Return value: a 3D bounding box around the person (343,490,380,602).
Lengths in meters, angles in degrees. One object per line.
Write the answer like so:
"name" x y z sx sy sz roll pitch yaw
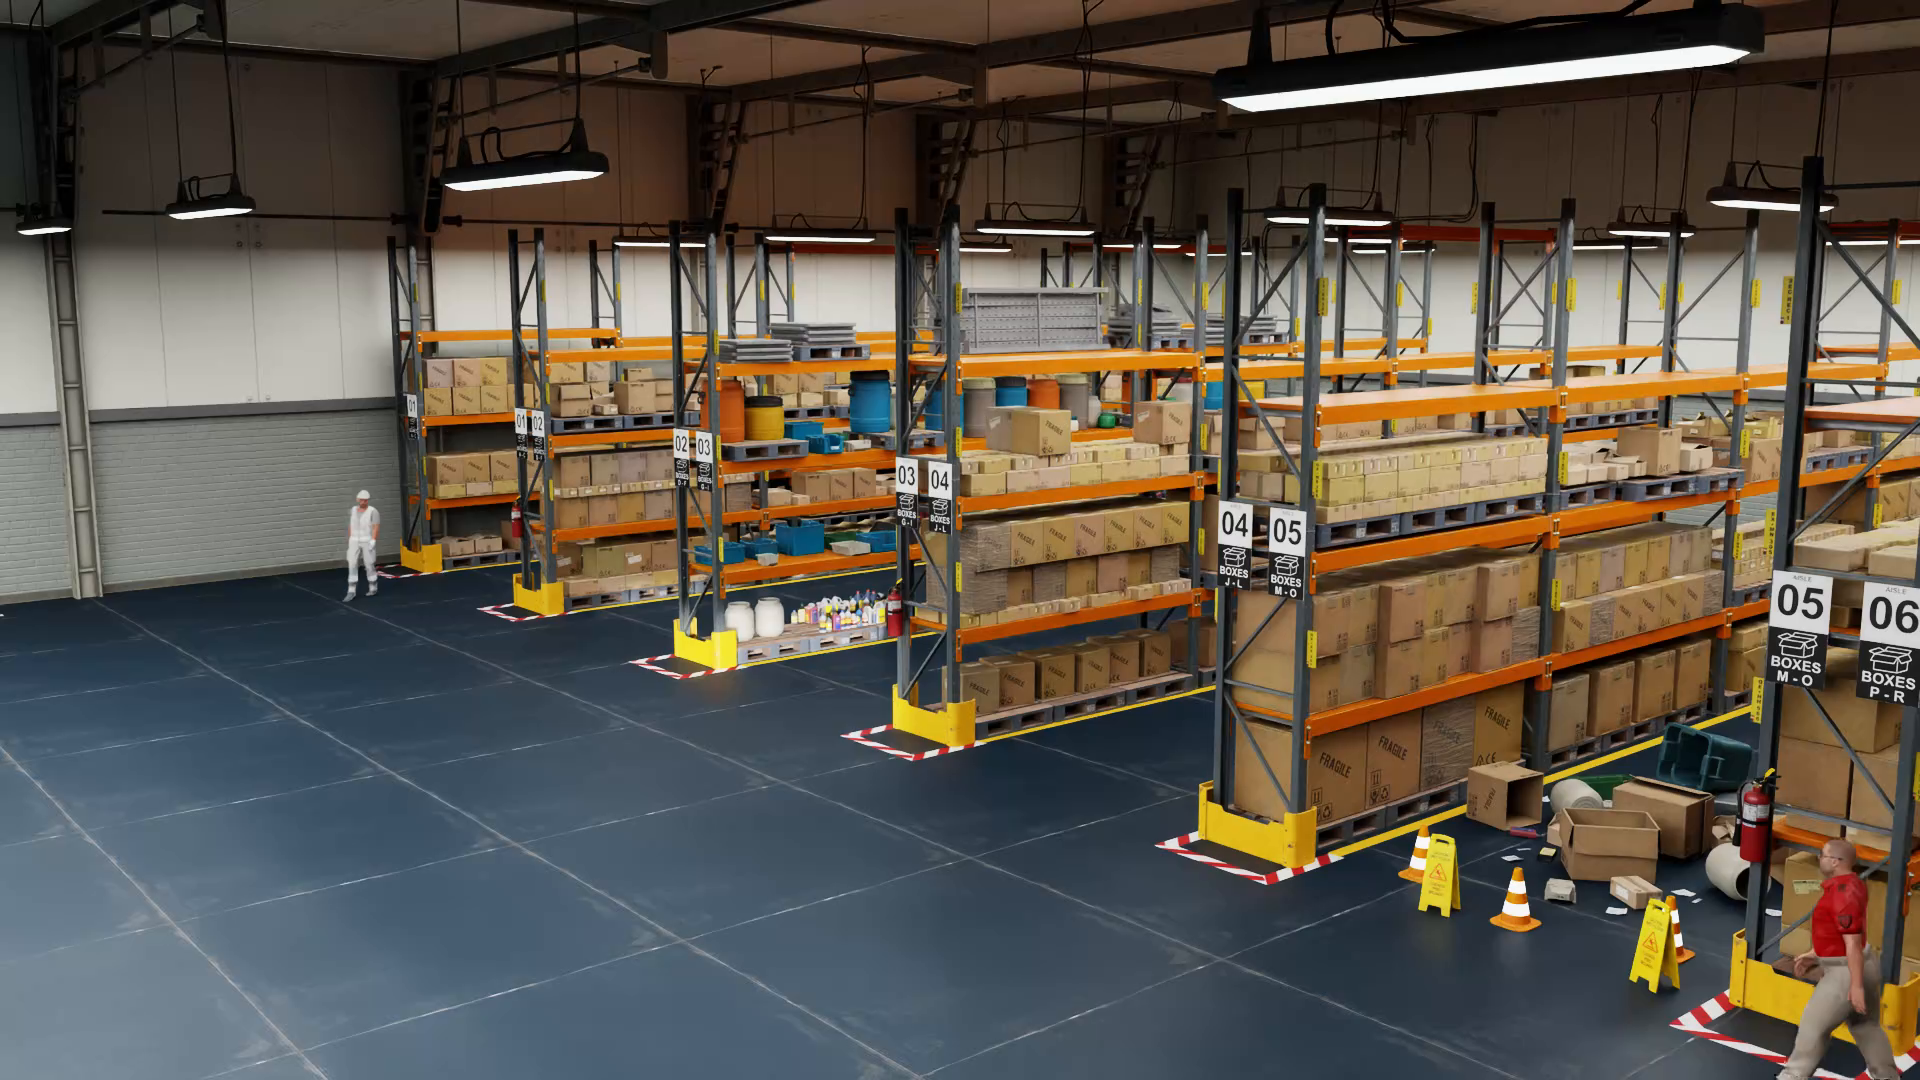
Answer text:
"person" -9.887 0.088 27.425 0.557 1.788 0.753 0 9 0

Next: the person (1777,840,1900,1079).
"person" 5.532 2.740 10.491 0.869 1.711 0.566 5 10 30
